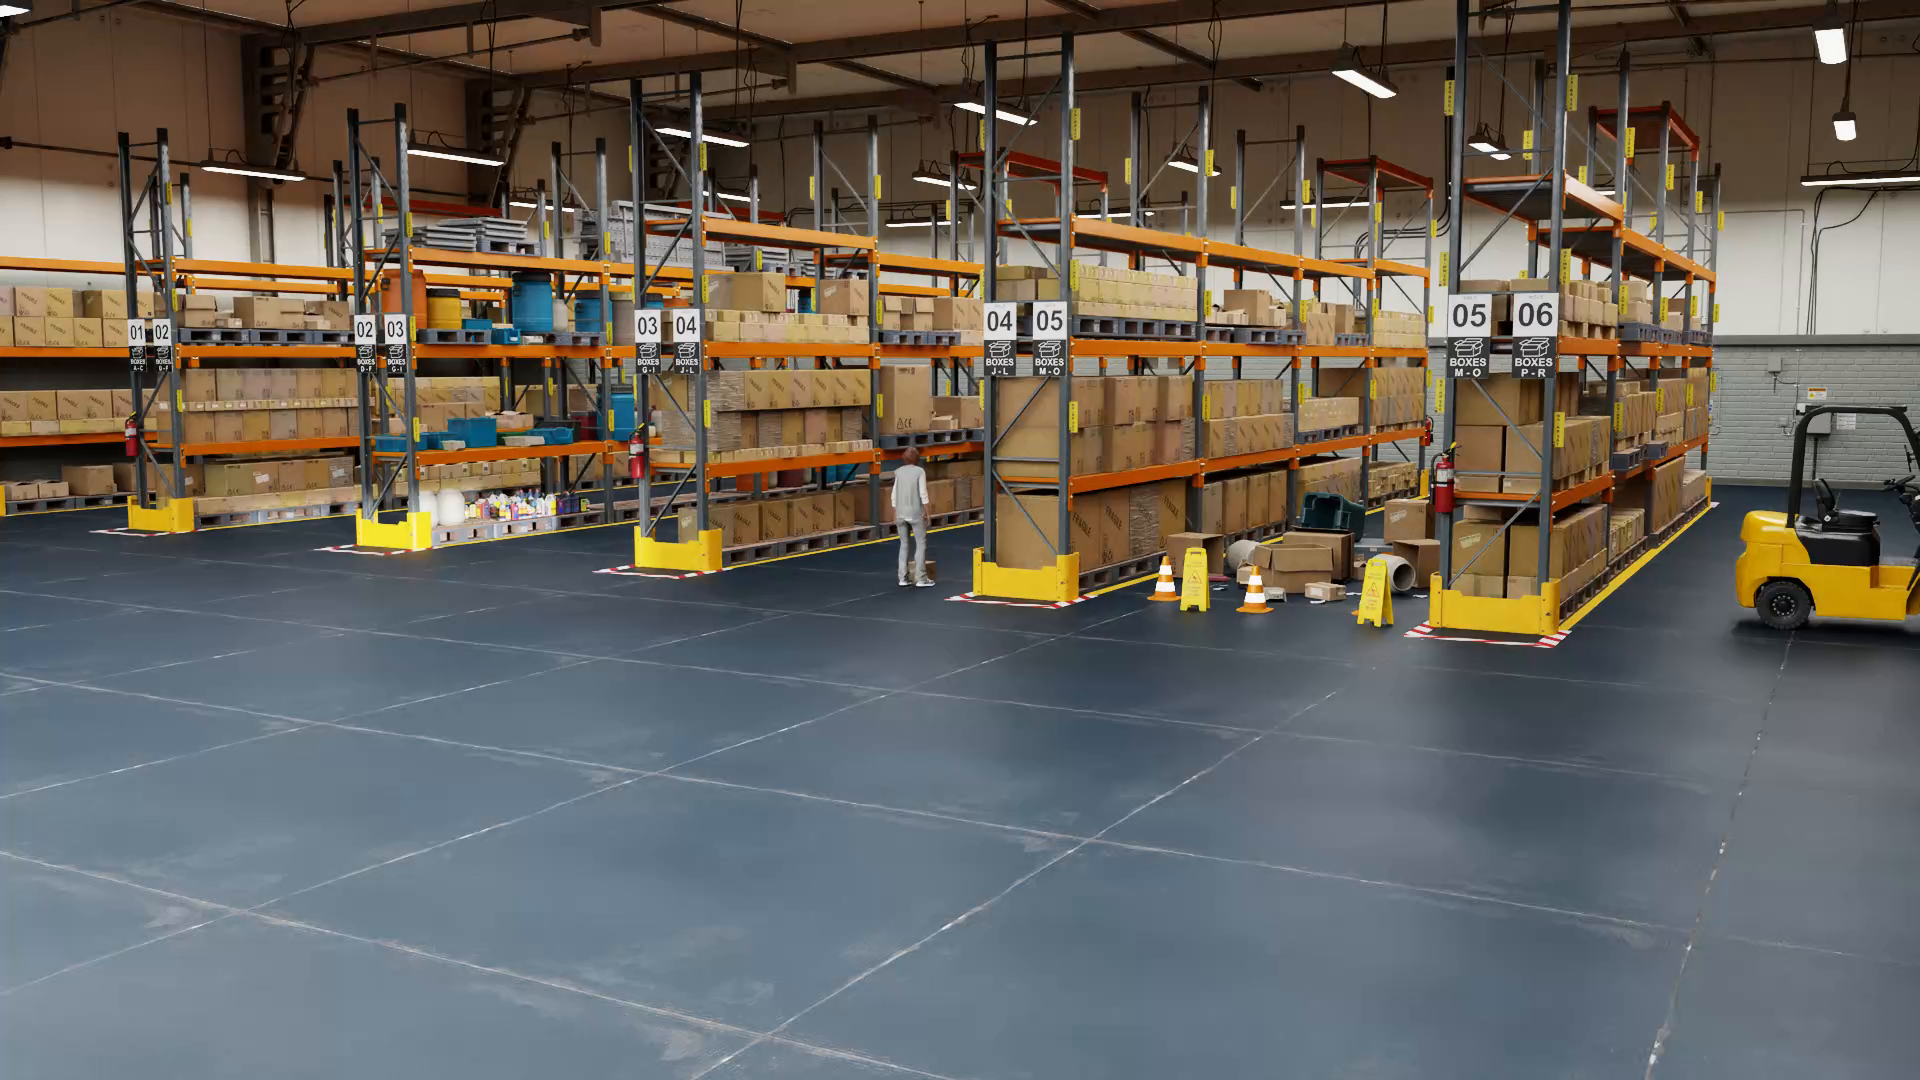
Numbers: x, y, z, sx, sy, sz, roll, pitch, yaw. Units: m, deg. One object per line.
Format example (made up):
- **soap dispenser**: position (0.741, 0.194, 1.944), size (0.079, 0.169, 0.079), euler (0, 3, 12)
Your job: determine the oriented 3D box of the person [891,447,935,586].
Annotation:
- **person**: position (-0.556, -0.265, 19.027), size (0.485, 1.593, 0.344), euler (3, 7, 25)
